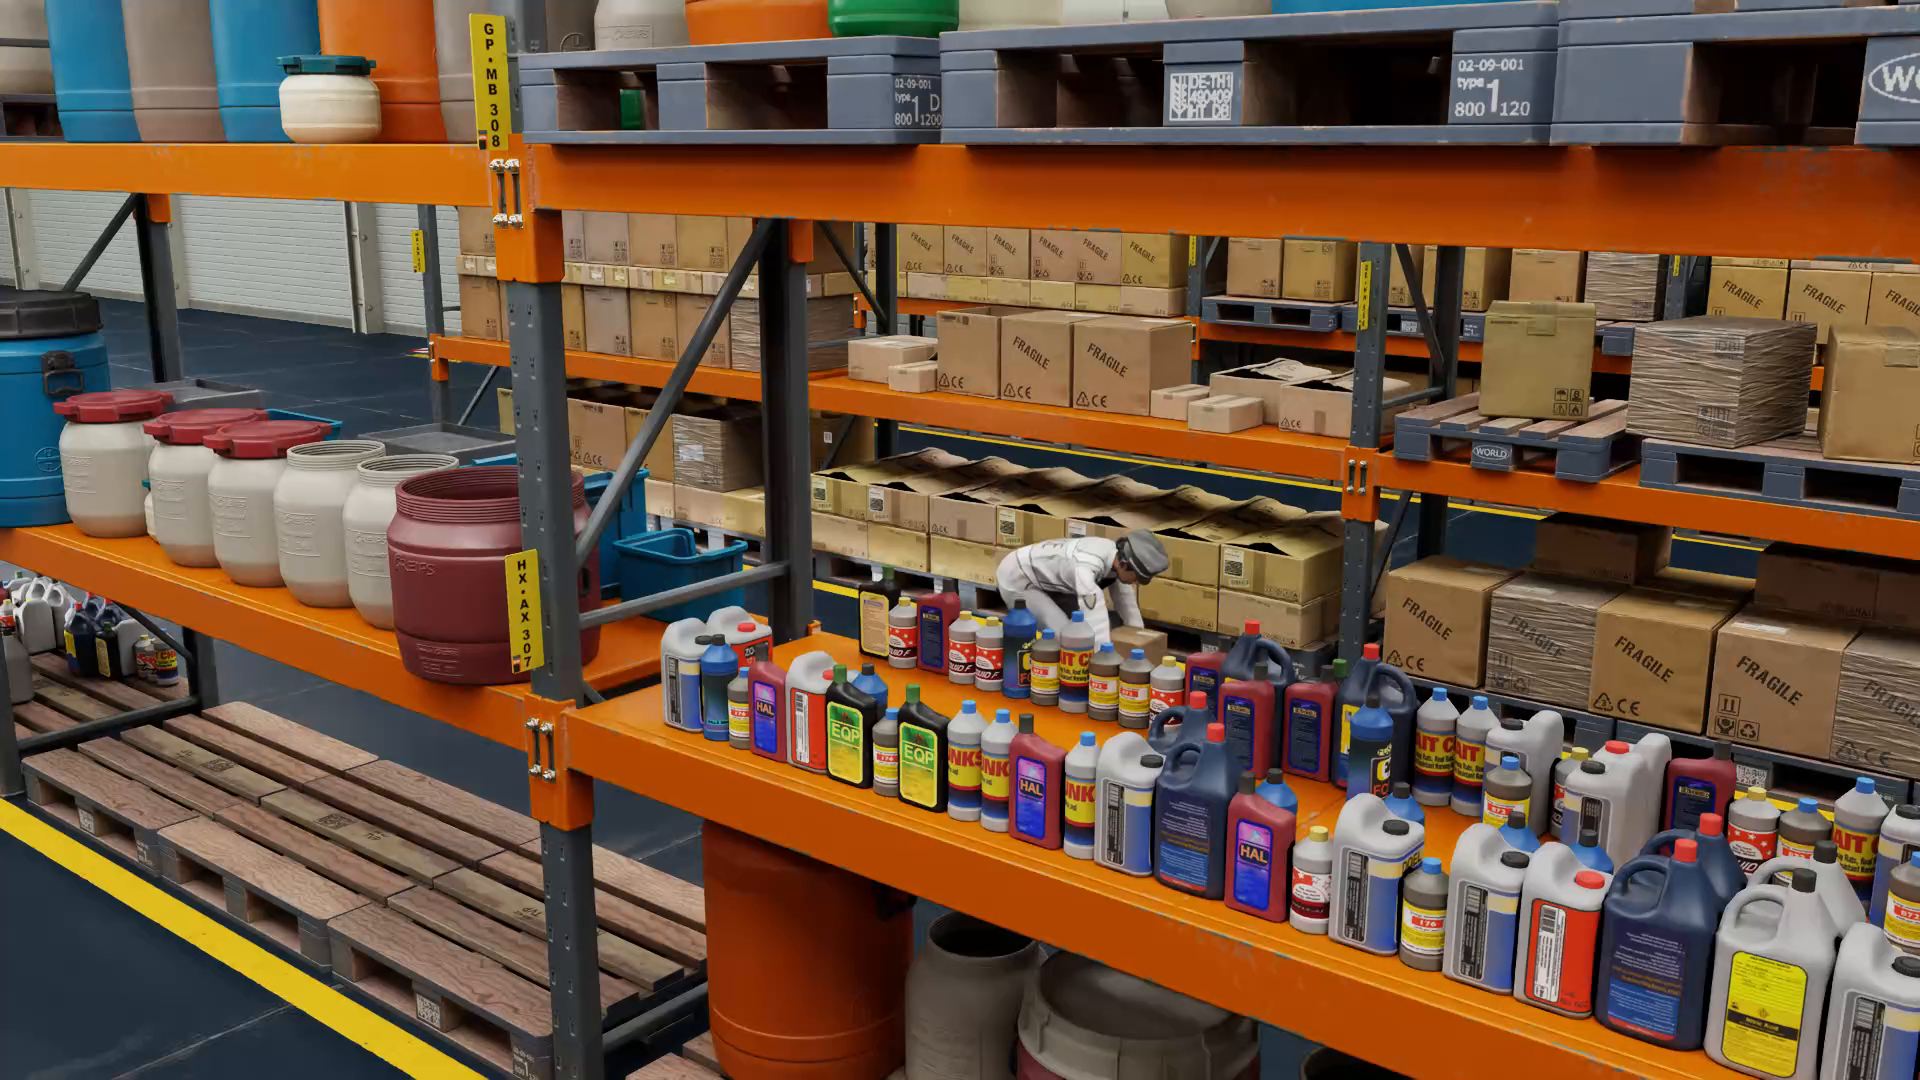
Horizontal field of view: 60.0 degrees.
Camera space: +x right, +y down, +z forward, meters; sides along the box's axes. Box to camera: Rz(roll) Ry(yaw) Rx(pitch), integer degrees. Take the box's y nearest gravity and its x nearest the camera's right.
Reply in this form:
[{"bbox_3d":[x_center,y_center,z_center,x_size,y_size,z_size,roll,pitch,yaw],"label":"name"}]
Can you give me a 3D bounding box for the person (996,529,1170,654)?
[{"bbox_3d":[0.615,0.388,8.340,0.911,0.983,0.462,10,16,35],"label":"person"}]
